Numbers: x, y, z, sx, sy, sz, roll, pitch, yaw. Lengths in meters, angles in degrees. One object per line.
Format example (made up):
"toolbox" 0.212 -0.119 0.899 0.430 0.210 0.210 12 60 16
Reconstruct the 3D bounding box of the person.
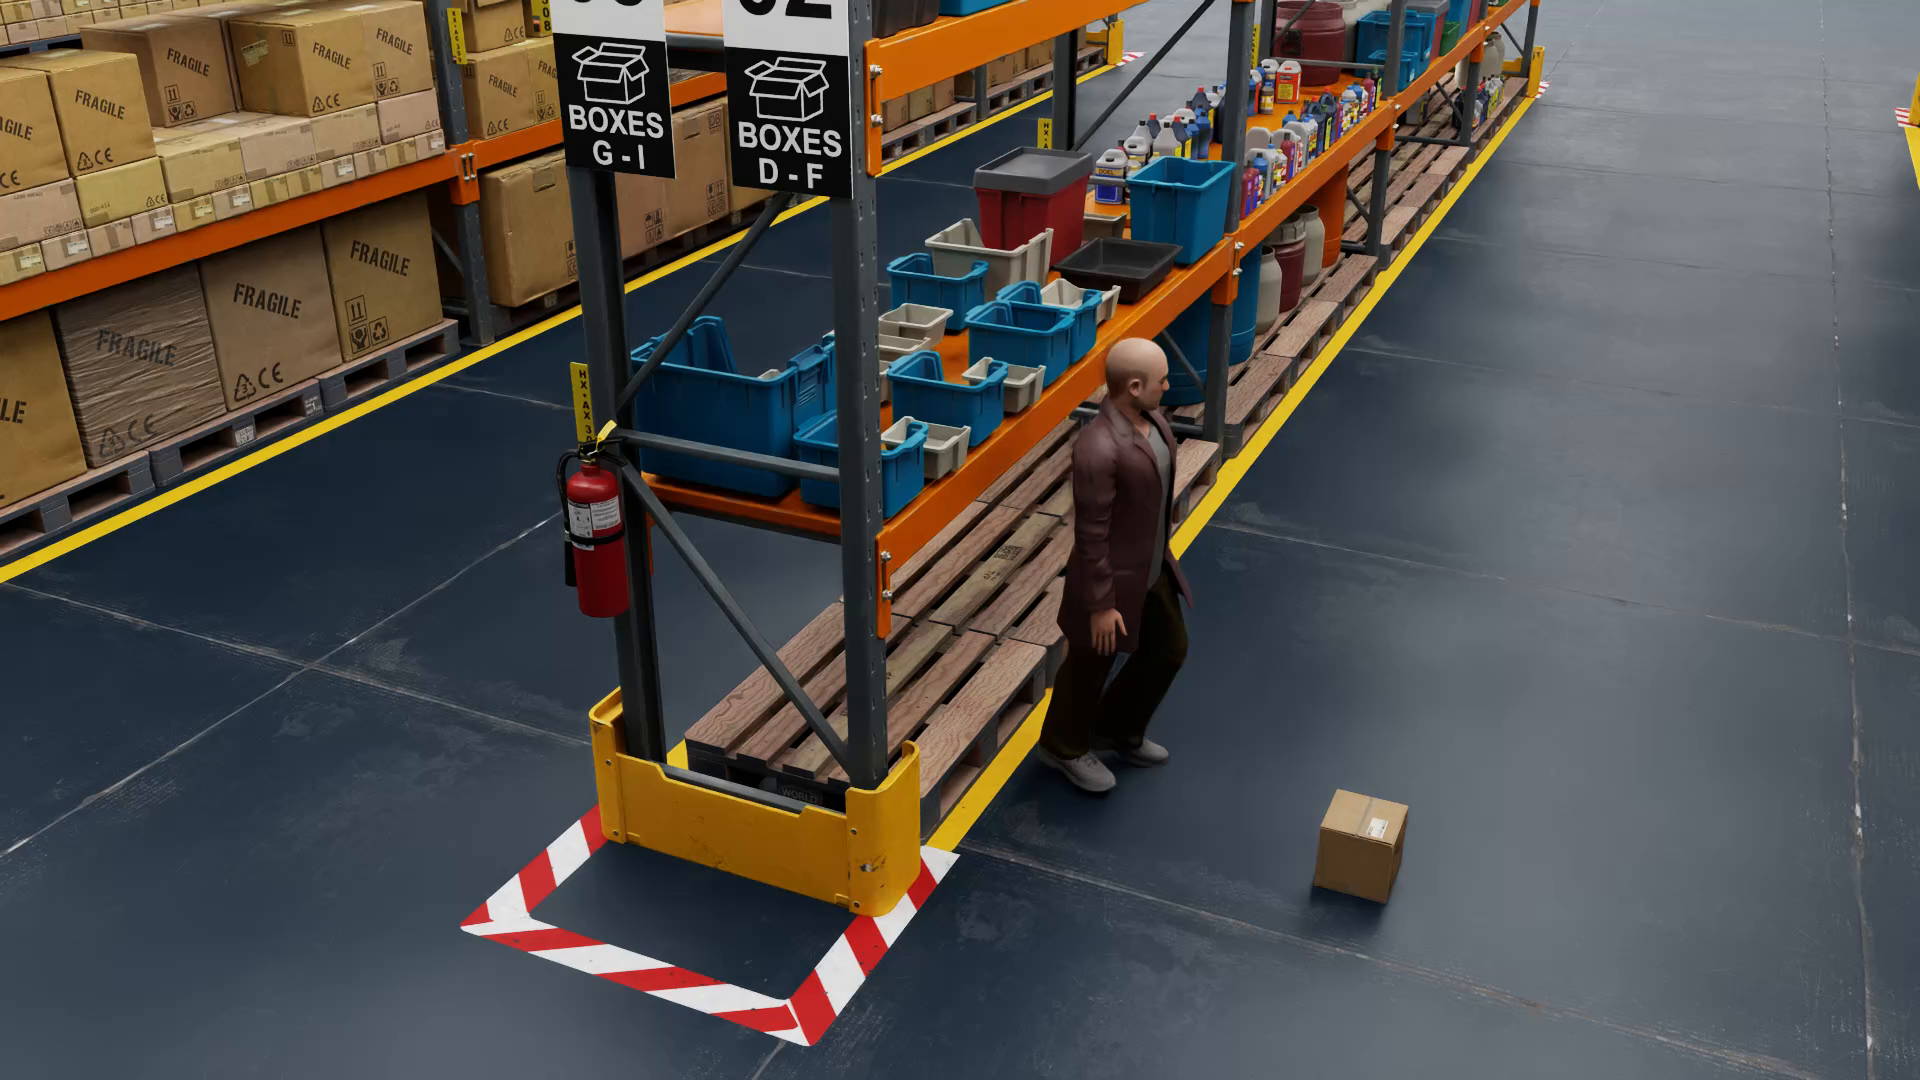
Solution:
"person" 0.532 0.123 5.925 0.546 1.797 0.628 15 29 29
